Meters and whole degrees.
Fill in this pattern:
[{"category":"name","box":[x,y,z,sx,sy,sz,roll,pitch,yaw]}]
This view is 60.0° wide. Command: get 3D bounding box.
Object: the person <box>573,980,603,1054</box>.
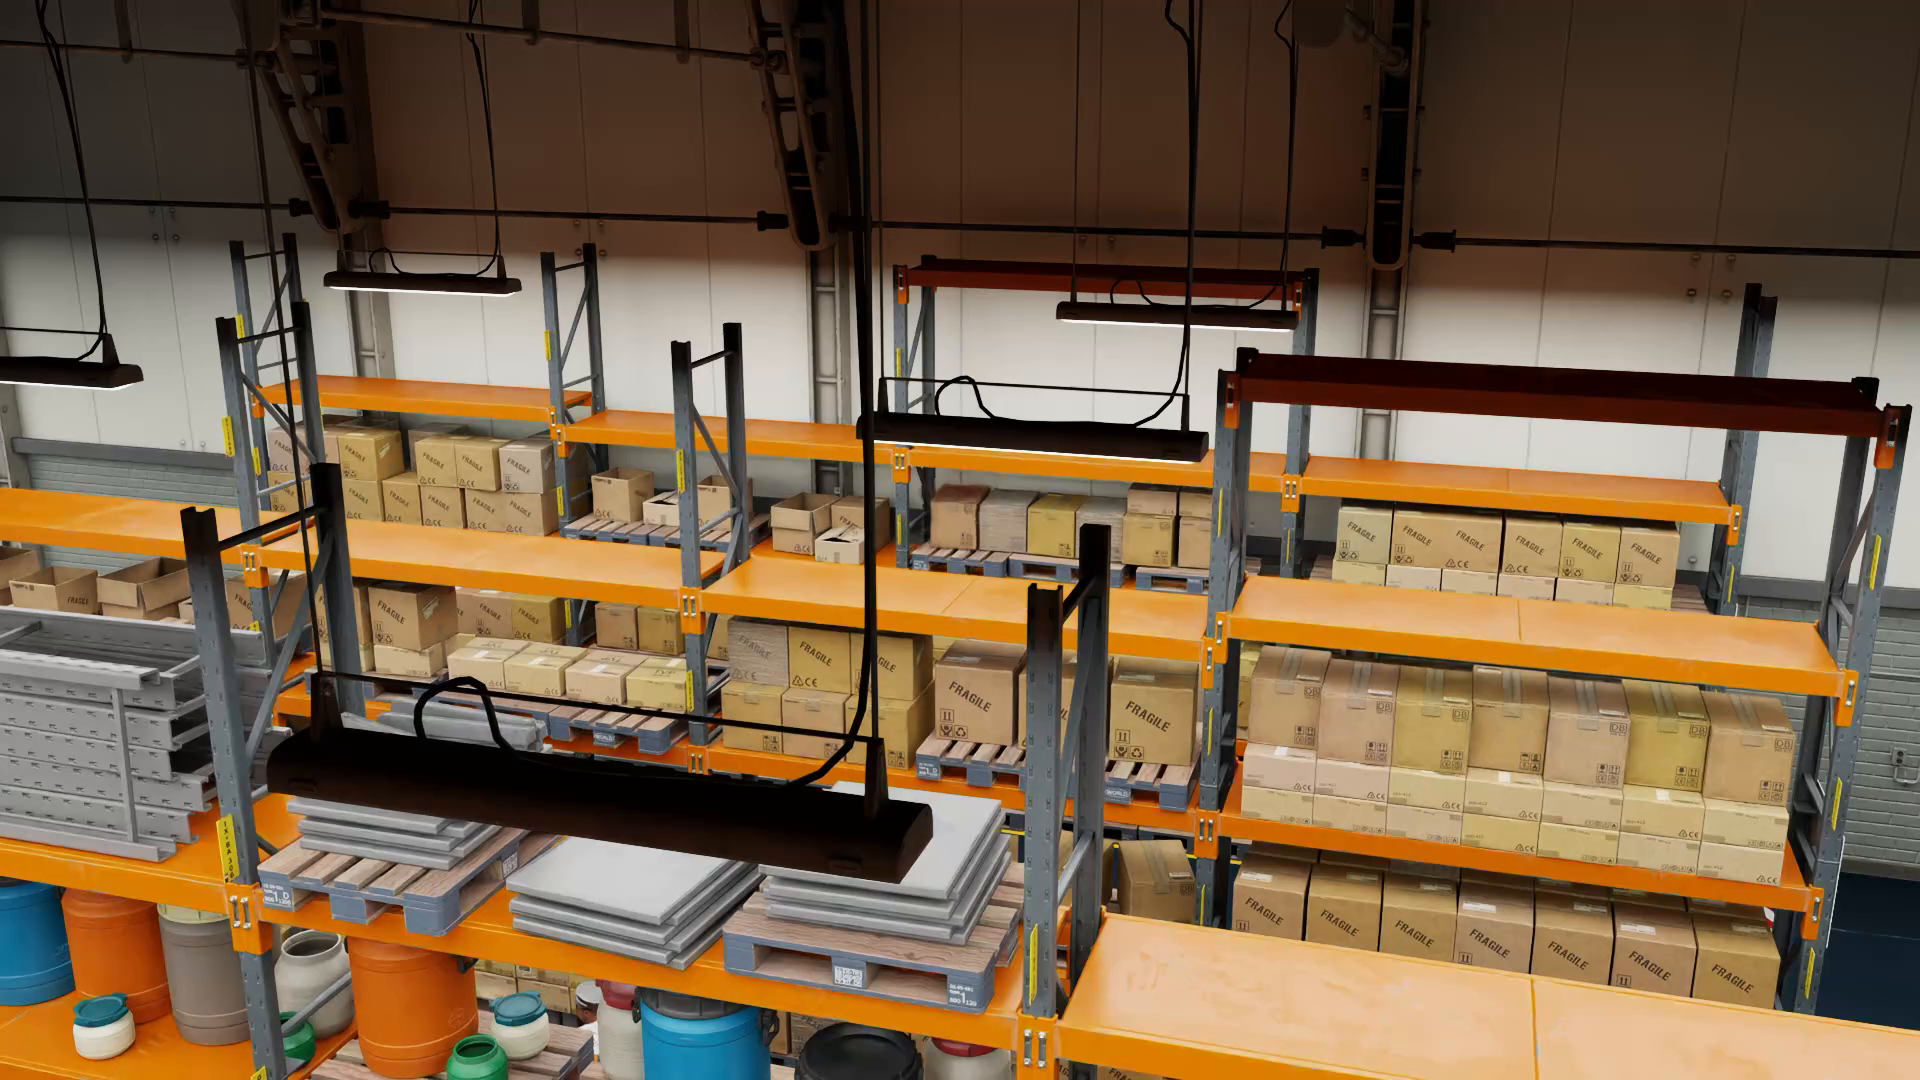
[{"category":"person","box":[-2.653,3.942,11.880,0.963,1.718,0.578,7,17,22]}]
